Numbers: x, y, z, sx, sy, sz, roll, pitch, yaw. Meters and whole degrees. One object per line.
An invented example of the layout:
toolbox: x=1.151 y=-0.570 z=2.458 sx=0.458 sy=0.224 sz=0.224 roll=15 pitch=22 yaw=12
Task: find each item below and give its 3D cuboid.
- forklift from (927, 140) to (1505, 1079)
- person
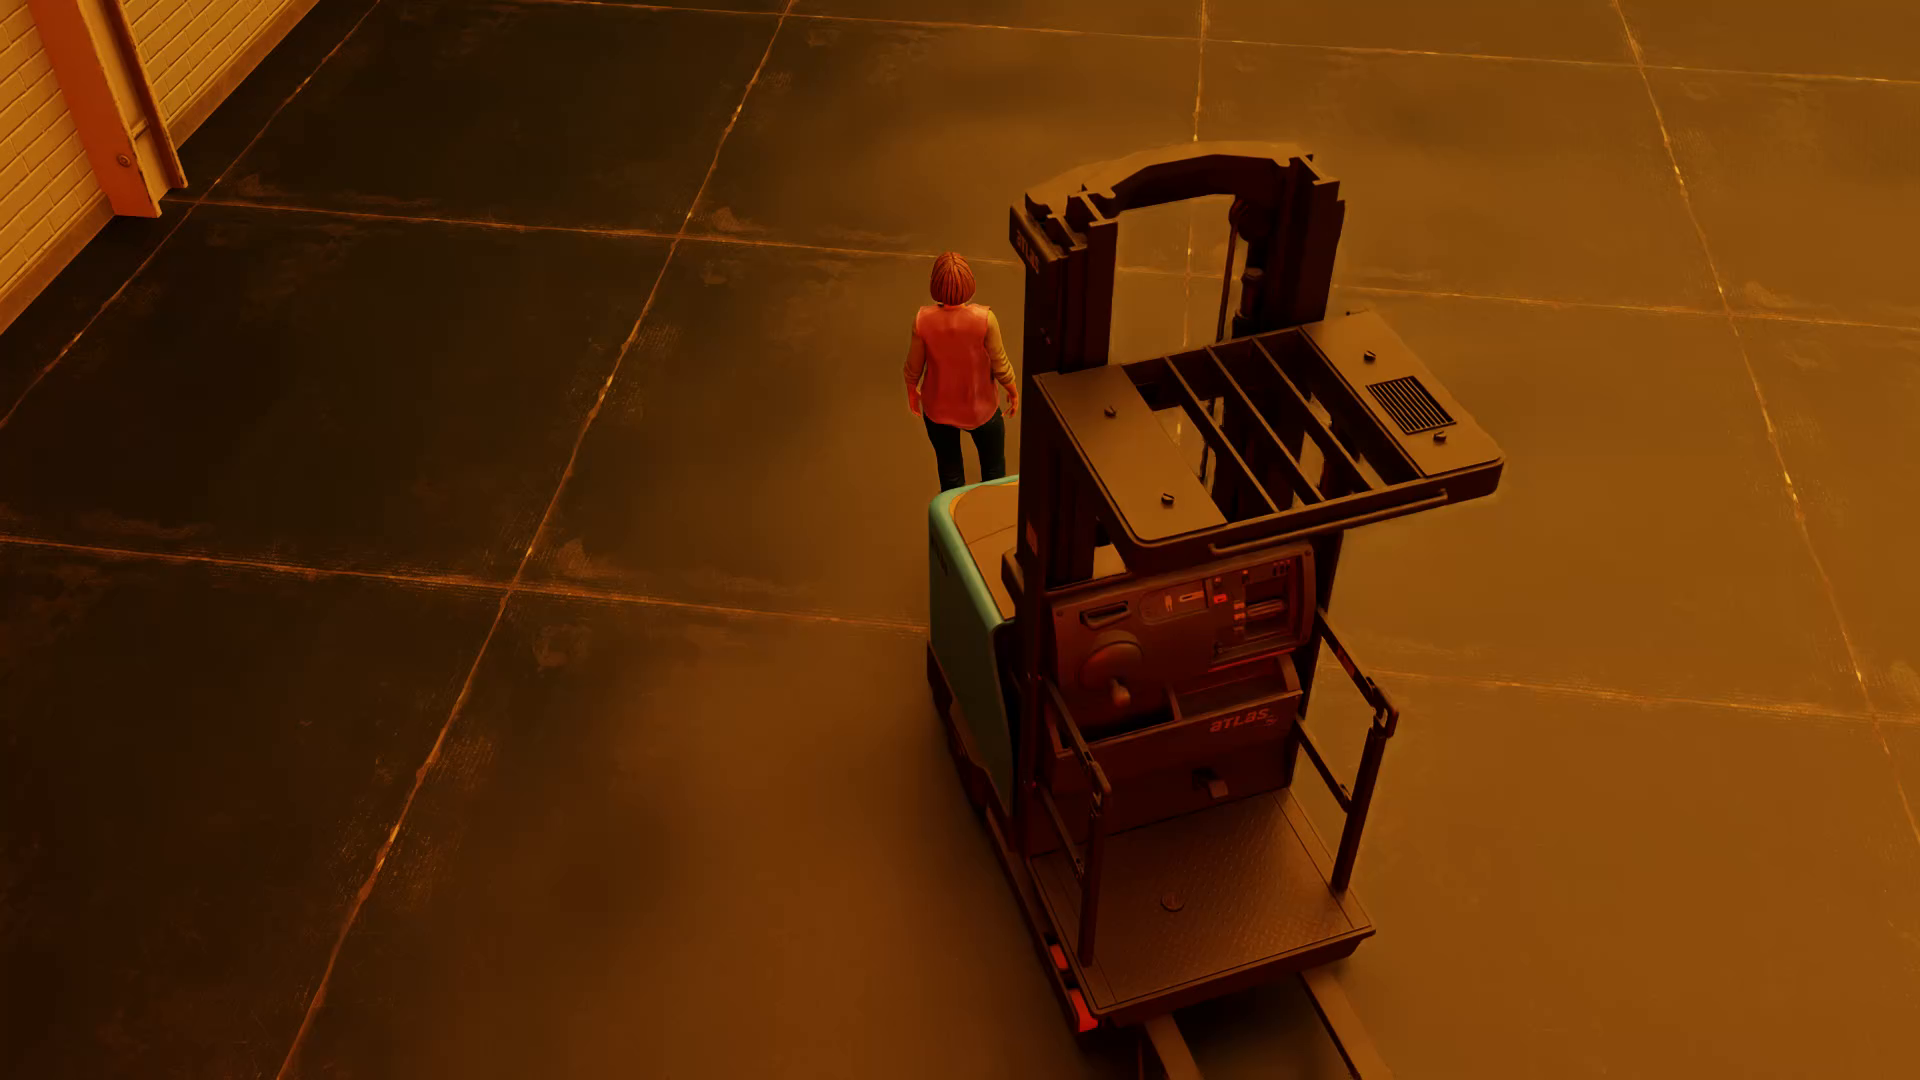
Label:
forklift: x=0.815 y=0.368 z=5.324 sx=1.130 sy=2.935 sz=3.031 roll=-13 pitch=44 yaw=-14
person: x=0.024 y=-0.642 z=7.398 sx=0.519 sy=1.598 sz=0.475 roll=5 pitch=43 yaw=6
